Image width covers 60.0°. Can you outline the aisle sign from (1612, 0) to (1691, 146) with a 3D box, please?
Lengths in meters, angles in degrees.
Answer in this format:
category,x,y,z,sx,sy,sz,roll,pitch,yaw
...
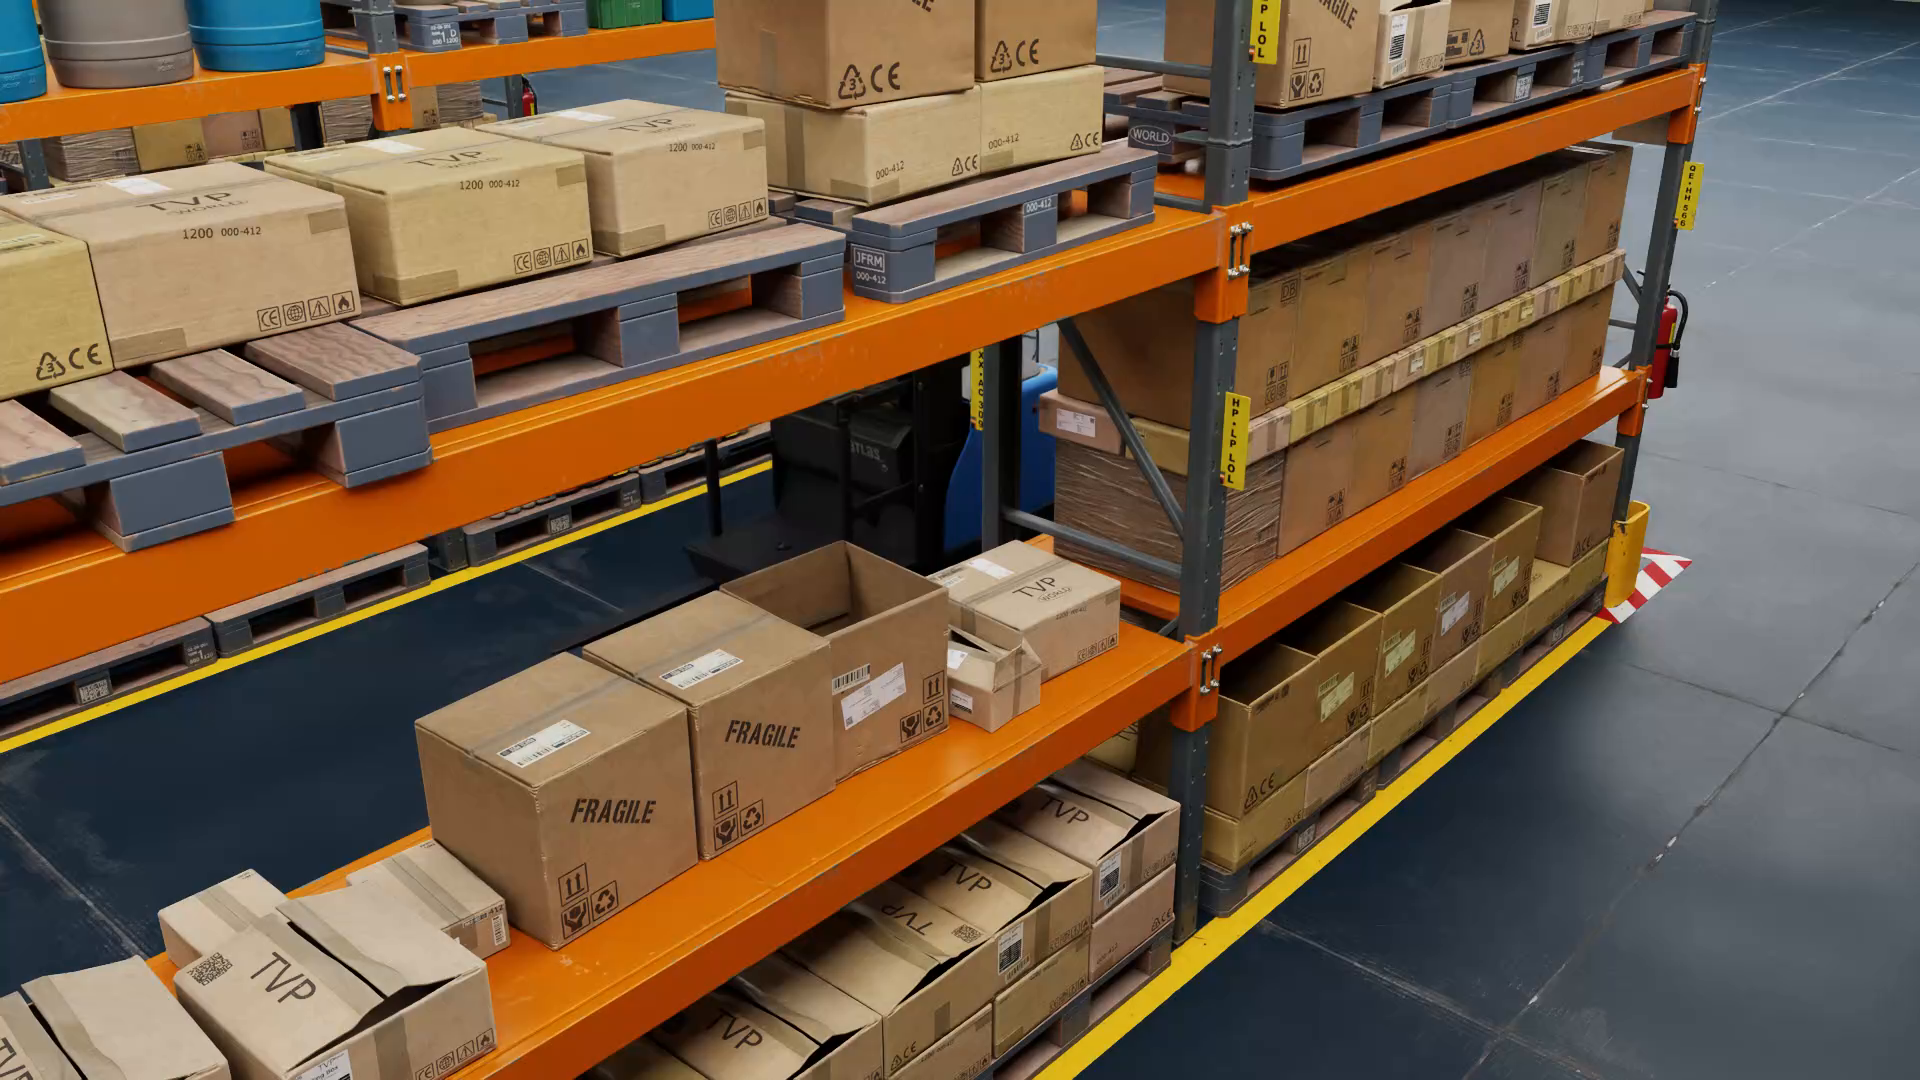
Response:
category,x,y,z,sx,sy,sz,roll,pitch,yaw
aisle sign,3.426,-2.323,8.087,0.394,0.787,0.004,20,31,38

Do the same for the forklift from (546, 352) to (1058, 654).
category,x,y,z,sx,sy,sz,roll,pitch,yaw
forklift,-0.760,-0.986,8.367,1.130,2.935,3.031,20,31,37

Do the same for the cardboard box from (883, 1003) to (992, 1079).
category,x,y,z,sx,sy,sz,roll,pitch,yaw
cardboard box,-0.247,1.600,5.362,0.500,0.250,0.500,21,32,39

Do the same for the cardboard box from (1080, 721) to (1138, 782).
category,x,y,z,sx,sy,sz,roll,pitch,yaw
cardboard box,0.641,0.884,6.959,0.500,0.250,0.500,20,31,38

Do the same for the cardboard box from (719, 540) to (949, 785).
category,x,y,z,sx,sy,sz,roll,pitch,yaw
cardboard box,-0.382,0.366,5.144,0.500,0.500,0.500,-22,32,-39

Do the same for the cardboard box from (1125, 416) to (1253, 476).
category,x,y,z,sx,sy,sz,roll,pitch,yaw
cardboard box,0.818,-0.349,5.946,0.380,0.149,0.250,20,31,37

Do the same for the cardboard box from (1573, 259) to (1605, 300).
category,x,y,z,sx,sy,sz,roll,pitch,yaw
cardboard box,2.877,-1.290,8.045,0.380,0.149,0.250,21,32,39

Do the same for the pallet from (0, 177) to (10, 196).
category,x,y,z,sx,sy,sz,roll,pitch,yaw
pallet,-7.499,-2.403,11.679,1.003,0.211,1.213,20,31,38

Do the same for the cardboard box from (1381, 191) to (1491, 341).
category,x,y,z,sx,sy,sz,roll,pitch,yaw
cardboard box,1.790,-1.211,7.077,0.700,0.500,0.500,20,31,38

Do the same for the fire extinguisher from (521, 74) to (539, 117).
category,x,y,z,sx,sy,sz,roll,pitch,yaw
fire extinguisher,-3.791,-3.777,14.601,0.296,0.674,0.183,20,31,38

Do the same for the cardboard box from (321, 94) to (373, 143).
category,x,y,z,sx,sy,sz,roll,pitch,yaw
cardboard box,-5.209,-3.598,13.624,0.875,0.500,0.500,20,31,38

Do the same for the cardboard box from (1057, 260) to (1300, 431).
category,x,y,z,sx,sy,sz,roll,pitch,yaw
cardboard box,0.786,-0.753,6.054,0.700,0.500,0.500,20,31,38

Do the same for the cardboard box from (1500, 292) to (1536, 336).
category,x,y,z,sx,sy,sz,roll,pitch,yaw
cardboard box,2.362,-1.056,7.523,0.380,0.149,0.250,21,32,39

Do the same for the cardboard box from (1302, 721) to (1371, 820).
category,x,y,z,sx,sy,sz,roll,pitch,yaw
cardboard box,1.367,0.876,6.978,0.500,0.250,0.500,20,31,38

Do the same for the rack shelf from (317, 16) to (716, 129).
category,x,y,z,sx,sy,sz,roll,pitch,yaw
rack shelf,-1.857,-2.981,9.946,1.077,0.370,4.000,20,31,38

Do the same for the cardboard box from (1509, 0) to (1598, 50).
category,x,y,z,sx,sy,sz,roll,pitch,yaw
cardboard box,2.220,-2.188,6.722,0.500,0.311,0.500,-20,31,-37

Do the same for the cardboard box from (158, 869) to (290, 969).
category,x,y,z,sx,sy,sz,roll,pitch,yaw
cardboard box,-1.781,1.006,4.147,0.380,0.149,0.250,20,31,38

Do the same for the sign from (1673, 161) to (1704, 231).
category,x,y,z,sx,sy,sz,roll,pitch,yaw
sign,3.559,-1.681,8.127,0.100,0.325,0.005,20,31,38

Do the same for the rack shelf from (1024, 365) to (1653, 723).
category,x,y,z,sx,sy,sz,roll,pitch,yaw
rack shelf,1.829,-0.259,7.541,1.077,0.370,4.000,20,31,38

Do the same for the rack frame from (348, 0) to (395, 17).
category,x,y,z,sx,sy,sz,roll,pitch,yaw
rack frame,-3.192,-4.069,7.826,1.000,3.000,0.127,20,31,38

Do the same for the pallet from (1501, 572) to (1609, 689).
category,x,y,z,sx,sy,sz,roll,pitch,yaw
pallet,2.684,0.320,8.778,1.003,0.211,1.213,20,31,38

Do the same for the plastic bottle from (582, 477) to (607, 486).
category,x,y,z,sx,sy,sz,roll,pitch,yaw
plastic bottle,-2.218,-0.514,9.930,0.144,0.351,0.185,19,30,35

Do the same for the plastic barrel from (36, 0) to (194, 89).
category,x,y,z,sx,sy,sz,roll,pitch,yaw
plastic barrel,-3.806,-2.516,7.415,0.600,0.901,0.600,0,24,0

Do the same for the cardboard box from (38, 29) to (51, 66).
category,x,y,z,sx,sy,sz,roll,pitch,yaw
cardboard box,-6.391,-3.389,11.935,0.500,0.500,0.500,20,31,38

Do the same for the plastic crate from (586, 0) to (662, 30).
category,x,y,z,sx,sy,sz,roll,pitch,yaw
plastic crate,-1.936,-3.010,9.390,0.336,0.188,0.450,20,31,38

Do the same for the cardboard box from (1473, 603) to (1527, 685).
category,x,y,z,sx,sy,sz,roll,pitch,yaw
cardboard box,2.369,0.419,7.997,0.500,0.250,0.500,20,31,38

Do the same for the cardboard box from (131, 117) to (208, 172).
category,x,y,z,sx,sy,sz,roll,pitch,yaw
cardboard box,-6.174,-3.128,12.575,0.875,0.500,0.500,20,31,38

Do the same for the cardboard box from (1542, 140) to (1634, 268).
category,x,y,z,sx,sy,sz,roll,pitch,yaw
cardboard box,2.807,-1.679,8.121,0.700,0.500,0.500,20,31,38

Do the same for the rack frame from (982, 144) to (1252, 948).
category,x,y,z,sx,sy,sz,roll,pitch,yaw
rack frame,0.494,0.022,6.035,1.000,3.000,0.127,20,31,38

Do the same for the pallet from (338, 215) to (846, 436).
category,x,y,z,sx,sy,sz,roll,pitch,yaw
pallet,-1.045,-0.615,4.019,1.003,0.211,1.213,22,32,40

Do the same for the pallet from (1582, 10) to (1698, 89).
category,x,y,z,sx,sy,sz,roll,pitch,yaw
pallet,2.673,-2.317,7.692,1.003,0.211,1.213,20,31,38

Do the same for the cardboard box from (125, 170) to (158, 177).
category,x,y,z,sx,sy,sz,roll,pitch,yaw
cardboard box,-6.190,-2.709,12.433,0.380,0.149,0.250,20,31,38

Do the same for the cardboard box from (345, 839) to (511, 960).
category,x,y,z,sx,sy,sz,roll,pitch,yaw
cardboard box,-1.366,0.951,4.269,0.250,0.149,0.380,-21,32,-39

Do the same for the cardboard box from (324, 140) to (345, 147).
category,x,y,z,sx,sy,sz,roll,pitch,yaw
cardboard box,-5.170,-3.159,13.437,0.380,0.149,0.250,20,31,38

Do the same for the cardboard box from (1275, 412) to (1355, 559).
category,x,y,z,sx,sy,sz,roll,pitch,yaw
cardboard box,1.133,-0.323,6.682,0.700,0.500,0.500,20,31,37

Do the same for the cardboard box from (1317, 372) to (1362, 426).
category,x,y,z,sx,sy,sz,roll,pitch,yaw
cardboard box,1.330,-0.584,6.472,0.380,0.149,0.250,20,31,37

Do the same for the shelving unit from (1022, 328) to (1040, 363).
category,x,y,z,sx,sy,sz,roll,pitch,yaw
shelving unit,0.306,-0.692,9.827,0.258,1.200,0.189,20,31,37

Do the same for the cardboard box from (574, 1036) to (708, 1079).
category,x,y,z,sx,sy,sz,roll,pitch,yaw
cardboard box,-0.921,1.651,4.563,0.500,0.311,0.500,19,30,36

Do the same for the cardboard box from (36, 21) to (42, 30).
category,x,y,z,sx,sy,sz,roll,pitch,yaw
cardboard box,-6.785,-3.534,12.258,0.500,0.500,0.500,20,31,38

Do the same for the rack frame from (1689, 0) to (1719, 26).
category,x,y,z,sx,sy,sz,roll,pitch,yaw
rack frame,3.164,-3.934,7.525,1.000,3.000,0.127,20,31,38

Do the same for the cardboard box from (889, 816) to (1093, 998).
category,x,y,z,sx,sy,sz,roll,pitch,yaw
cardboard box,0.095,1.191,5.589,0.500,0.311,0.500,21,32,39

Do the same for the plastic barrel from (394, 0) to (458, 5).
category,x,y,z,sx,sy,sz,roll,pitch,yaw
plastic barrel,-2.758,-3.021,8.504,0.421,0.512,0.421,0,24,0

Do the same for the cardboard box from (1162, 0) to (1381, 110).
category,x,y,z,sx,sy,sz,roll,pitch,yaw
cardboard box,1.027,-1.729,5.468,0.500,0.500,0.500,-21,32,-39

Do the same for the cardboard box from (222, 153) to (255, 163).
category,x,y,z,sx,sy,sz,roll,pitch,yaw
cardboard box,-5.697,-2.940,12.949,0.380,0.149,0.250,20,31,38

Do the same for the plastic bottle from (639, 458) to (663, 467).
category,x,y,z,sx,sy,sz,roll,pitch,yaw
plastic bottle,-1.935,-0.643,10.219,0.144,0.351,0.185,20,31,37

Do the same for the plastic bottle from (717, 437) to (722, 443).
category,x,y,z,sx,sy,sz,roll,pitch,yaw
plastic bottle,-1.610,-0.760,10.569,0.152,0.276,0.135,20,31,38

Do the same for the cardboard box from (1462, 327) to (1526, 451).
category,x,y,z,sx,sy,sz,roll,pitch,yaw
cardboard box,2.160,-0.793,7.729,0.700,0.500,0.500,20,31,38

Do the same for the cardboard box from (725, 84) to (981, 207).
category,x,y,z,sx,sy,sz,roll,pitch,yaw
cardboard box,-0.289,-1.117,4.578,0.500,0.250,0.500,17,29,33

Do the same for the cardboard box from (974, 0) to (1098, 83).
category,x,y,z,sx,sy,sz,roll,pitch,yaw
cardboard box,0.053,-1.635,4.817,0.500,0.500,0.500,21,31,38

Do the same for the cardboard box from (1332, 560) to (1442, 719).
category,x,y,z,sx,sy,sz,roll,pitch,yaw
cardboard box,1.704,0.382,7.162,0.500,0.500,0.500,20,31,38

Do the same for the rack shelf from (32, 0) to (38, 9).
category,x,y,z,sx,sy,sz,roll,pitch,yaw
rack shelf,-5.546,-4.334,12.963,1.077,0.370,4.000,20,31,38

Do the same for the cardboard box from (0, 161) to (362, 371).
category,x,y,z,sx,sy,sz,roll,pitch,yaw
cardboard box,-1.578,-0.569,3.357,0.500,0.250,0.500,21,32,39

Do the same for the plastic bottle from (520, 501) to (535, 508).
category,x,y,z,sx,sy,sz,roll,pitch,yaw
plastic bottle,-2.517,-0.295,9.624,0.097,0.201,0.097,0,24,0

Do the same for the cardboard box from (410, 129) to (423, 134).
category,x,y,z,sx,sy,sz,roll,pitch,yaw
cardboard box,-4.722,-3.407,13.989,0.380,0.149,0.250,20,31,38

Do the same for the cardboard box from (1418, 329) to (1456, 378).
category,x,y,z,sx,sy,sz,roll,pitch,yaw
cardboard box,1.849,-0.822,7.001,0.380,0.149,0.250,20,31,37

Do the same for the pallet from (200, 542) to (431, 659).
category,x,y,z,sx,sy,sz,roll,pitch,yaw
pallet,-3.687,0.191,9.067,1.003,0.211,1.213,20,31,38

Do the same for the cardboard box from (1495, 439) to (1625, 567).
category,x,y,z,sx,sy,sz,roll,pitch,yaw
cardboard box,3.027,-0.231,8.530,0.500,0.500,0.500,20,31,38

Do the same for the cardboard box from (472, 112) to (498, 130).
category,x,y,z,sx,sy,sz,roll,pitch,yaw
cardboard box,-4.247,-3.645,14.520,0.380,0.149,0.250,20,31,38
